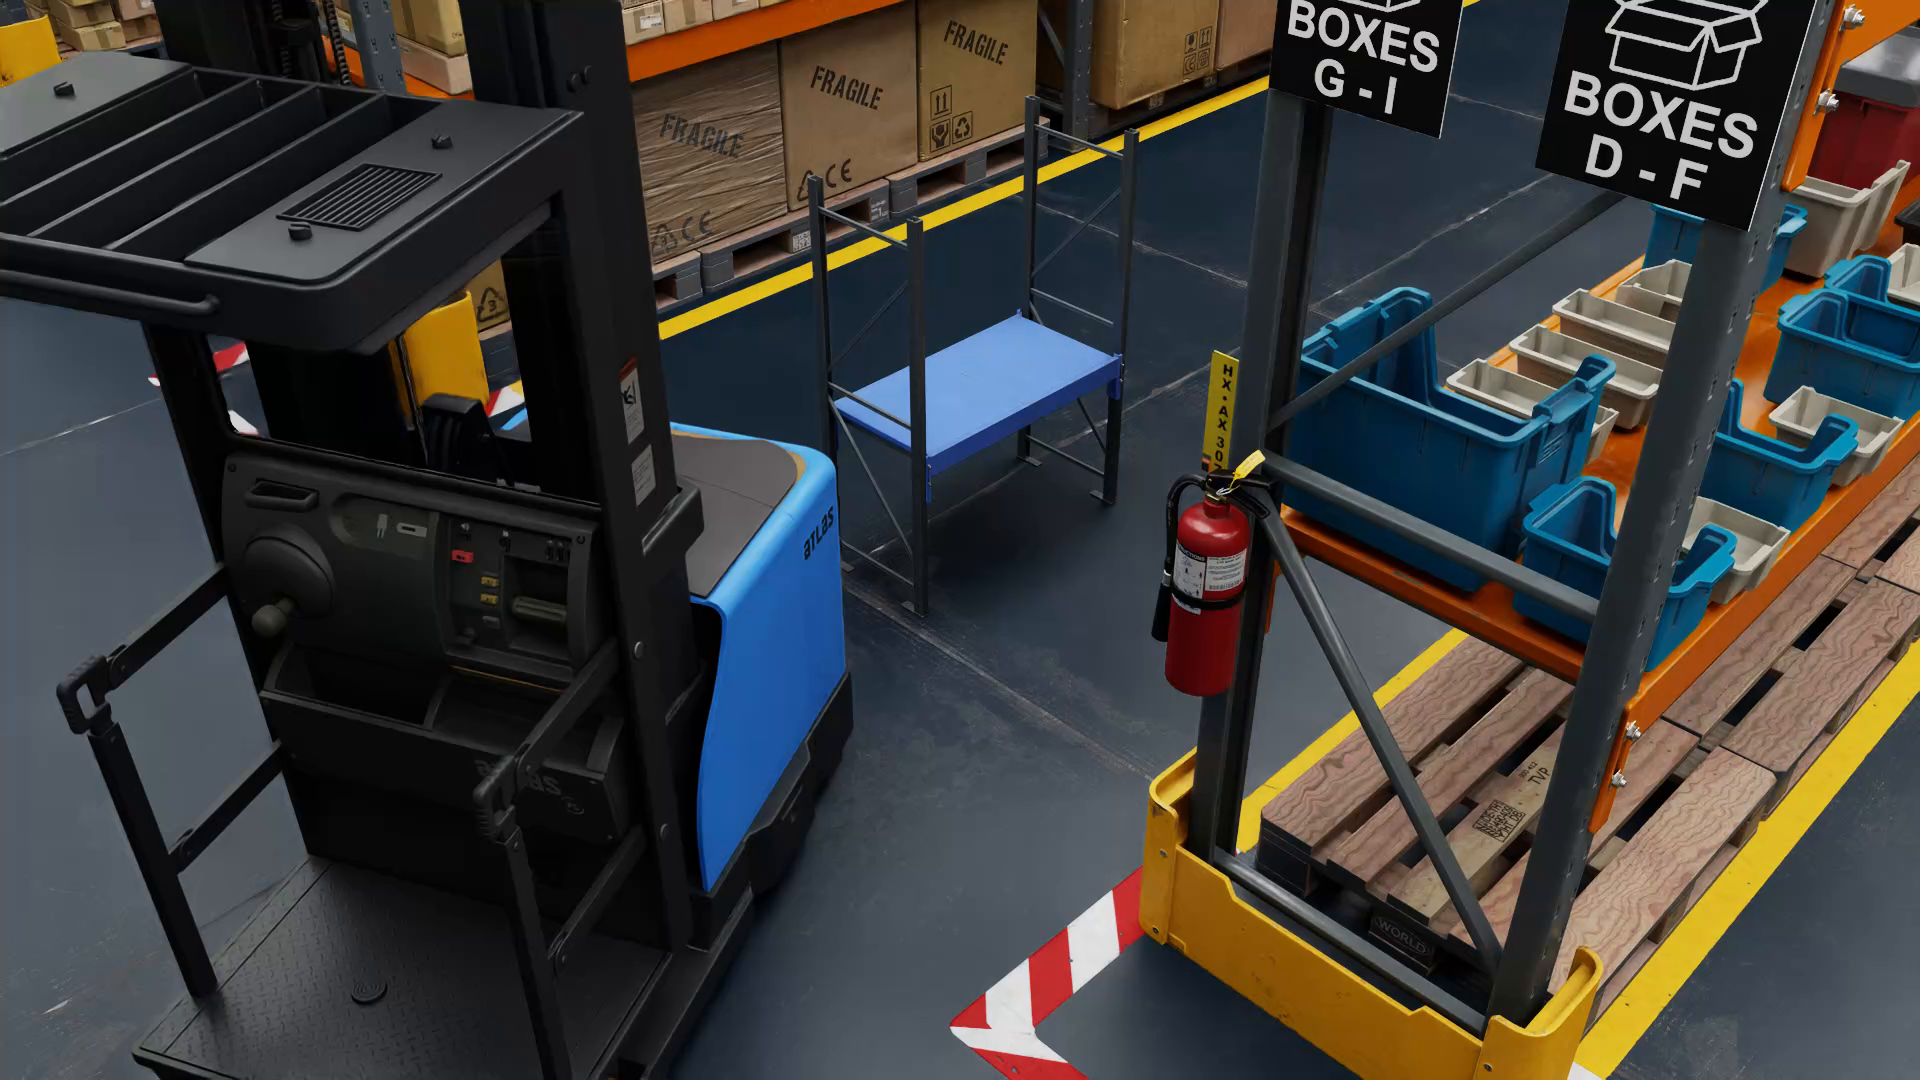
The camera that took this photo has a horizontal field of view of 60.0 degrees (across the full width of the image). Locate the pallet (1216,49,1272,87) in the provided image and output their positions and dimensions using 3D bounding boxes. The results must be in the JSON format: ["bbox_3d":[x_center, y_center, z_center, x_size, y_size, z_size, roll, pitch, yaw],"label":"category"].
[{"bbox_3d":[1.674,-3.319,10.824,1.003,0.211,1.213,30,45,35],"label":"pallet"}]

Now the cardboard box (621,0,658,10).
[{"bbox_3d":[-1.603,-2.358,6.880,0.500,0.250,0.500,29,44,35],"label":"cardboard box"}]

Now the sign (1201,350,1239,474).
[{"bbox_3d":[0.619,-0.283,3.891,0.100,0.325,0.005,30,45,35],"label":"sign"}]

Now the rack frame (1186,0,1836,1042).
[{"bbox_3d":[1.020,-0.001,3.630,1.000,3.000,0.127,30,45,35],"label":"rack frame"}]

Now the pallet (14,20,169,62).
[{"bbox_3d":[-5.292,-3.240,10.712,1.003,0.211,1.213,30,45,35],"label":"pallet"}]

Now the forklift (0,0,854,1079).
[{"bbox_3d":[-1.290,0.133,3.496,1.130,2.935,3.031,11,36,15],"label":"forklift"}]

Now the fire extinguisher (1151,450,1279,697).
[{"bbox_3d":[0.592,0.061,3.933,0.296,0.674,0.183,30,45,35],"label":"fire extinguisher"}]

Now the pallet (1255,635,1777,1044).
[{"bbox_3d":[1.629,0.823,4.885,1.003,0.211,1.213,30,45,35],"label":"pallet"}]

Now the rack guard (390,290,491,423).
[{"bbox_3d":[-2.511,-0.962,7.193,1.175,0.500,0.348,30,45,35],"label":"rack guard"}]

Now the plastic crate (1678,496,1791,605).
[{"bbox_3d":[1.713,0.018,3.780,0.250,0.136,0.298,30,45,35],"label":"plastic crate"}]

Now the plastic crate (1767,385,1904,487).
[{"bbox_3d":[2.191,-0.257,4.175,0.250,0.136,0.298,30,45,35],"label":"plastic crate"}]

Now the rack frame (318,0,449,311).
[{"bbox_3d":[-2.495,-1.998,6.492,1.000,3.000,0.127,30,45,35],"label":"rack frame"}]

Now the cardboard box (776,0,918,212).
[{"bbox_3d":[-0.832,-2.321,8.446,0.875,0.875,0.875,30,45,35],"label":"cardboard box"}]

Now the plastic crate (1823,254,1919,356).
[{"bbox_3d":[2.567,-0.581,4.555,0.416,0.233,0.300,30,45,35],"label":"plastic crate"}]

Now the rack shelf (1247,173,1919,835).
[{"bbox_3d":[2.429,-0.518,5.000,1.077,0.370,4.000,30,45,35],"label":"rack shelf"}]

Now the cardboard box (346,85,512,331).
[{"bbox_3d":[-2.100,-1.590,7.398,0.875,0.875,0.875,30,45,35],"label":"cardboard box"}]

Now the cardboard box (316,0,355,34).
[{"bbox_3d":[-2.477,-2.172,6.961,0.250,0.149,0.380,-29,44,-35],"label":"cardboard box"}]

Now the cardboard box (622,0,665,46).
[{"bbox_3d":[-1.467,-2.221,7.032,0.380,0.149,0.250,29,44,35],"label":"cardboard box"}]

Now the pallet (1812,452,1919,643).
[{"bbox_3d":[3.348,-0.167,6.305,1.003,0.211,1.213,30,45,35],"label":"pallet"}]

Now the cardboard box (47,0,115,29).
[{"bbox_3d":[-5.392,-3.272,10.184,0.250,0.149,0.380,-28,44,-34],"label":"cardboard box"}]

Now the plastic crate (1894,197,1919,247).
[{"bbox_3d":[3.241,-0.974,5.213,0.437,0.125,0.590,30,45,35],"label":"plastic crate"}]

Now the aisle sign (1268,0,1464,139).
[{"bbox_3d":[0.762,-1.156,3.013,0.394,0.787,0.004,30,45,35],"label":"aisle sign"}]

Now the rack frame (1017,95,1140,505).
[{"bbox_3d":[0.418,-0.856,6.167,0.500,1.500,0.032,30,45,35],"label":"rack frame"}]

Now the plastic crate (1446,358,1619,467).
[{"bbox_3d":[1.466,-0.322,4.267,0.396,0.136,0.243,30,45,35],"label":"plastic crate"}]

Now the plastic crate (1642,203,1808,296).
[{"bbox_3d":[2.285,-0.894,5.004,0.416,0.233,0.300,30,45,35],"label":"plastic crate"}]

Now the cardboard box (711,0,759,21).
[{"bbox_3d":[-1.106,-2.428,7.330,0.380,0.149,0.250,29,44,35],"label":"cardboard box"}]

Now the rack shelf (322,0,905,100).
[{"bbox_3d":[-1.085,-2.514,7.862,1.077,0.370,4.000,30,45,35],"label":"rack shelf"}]

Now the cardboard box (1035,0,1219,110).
[{"bbox_3d":[0.760,-3.190,9.692,1.225,0.875,0.875,30,45,35],"label":"cardboard box"}]

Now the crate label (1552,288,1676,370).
[{"bbox_3d":[1.860,-0.556,4.604,0.396,0.136,0.243,30,45,35],"label":"crate label"}]

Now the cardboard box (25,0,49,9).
[{"bbox_3d":[-5.774,-3.492,10.500,0.380,0.149,0.250,28,44,34],"label":"cardboard box"}]

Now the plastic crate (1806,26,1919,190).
[{"bbox_3d":[3.032,-1.415,5.548,0.402,0.464,0.583,30,45,35],"label":"plastic crate"}]

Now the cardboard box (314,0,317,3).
[{"bbox_3d":[-4.443,-3.635,10.964,0.380,0.149,0.250,27,43,33],"label":"cardboard box"}]

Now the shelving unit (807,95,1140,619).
[{"bbox_3d":[0.060,-0.650,5.871,0.538,1.500,1.048,30,45,35],"label":"shelving unit"}]

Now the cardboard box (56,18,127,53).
[{"bbox_3d":[-5.347,-3.124,10.233,0.250,0.149,0.380,-29,44,-35],"label":"cardboard box"}]

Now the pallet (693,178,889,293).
[{"bbox_3d":[-1.127,-1.703,8.507,1.003,0.211,1.213,30,45,35],"label":"pallet"}]
